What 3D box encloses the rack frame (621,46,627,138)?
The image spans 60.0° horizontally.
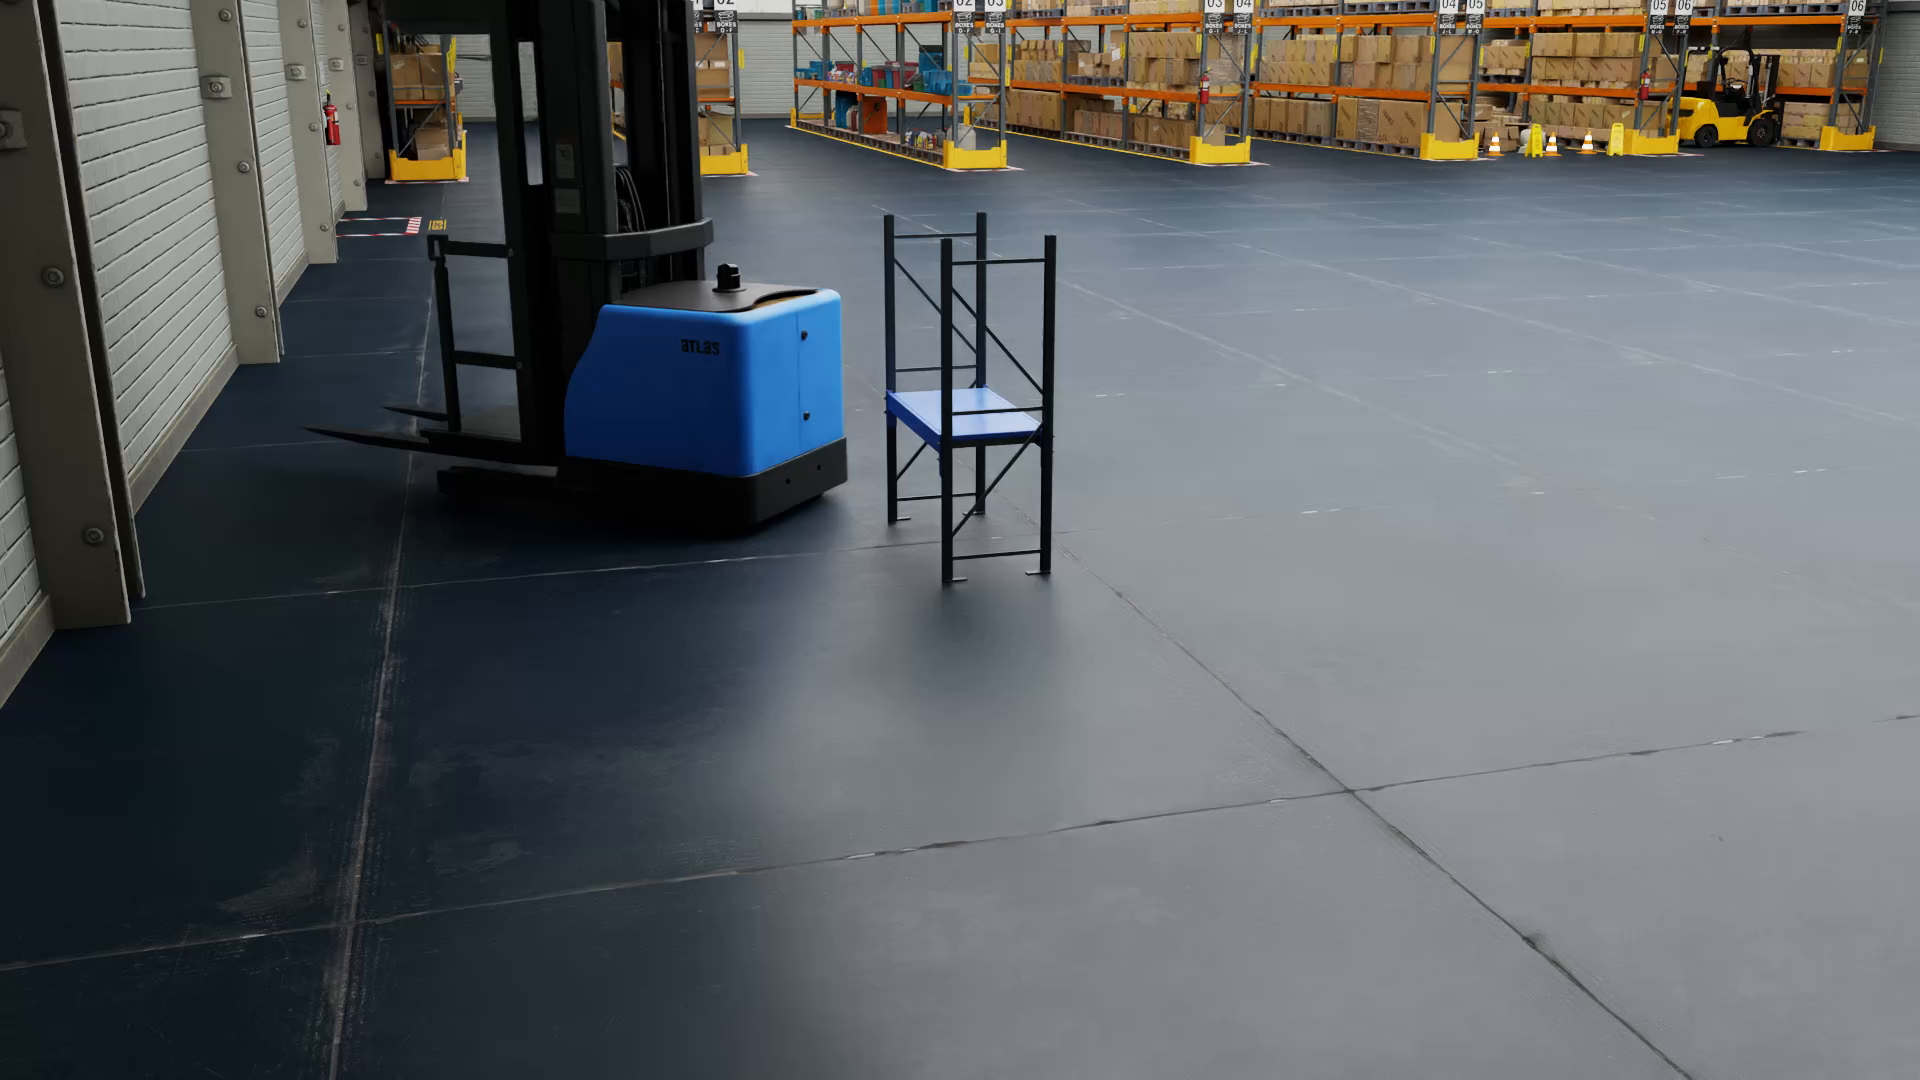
[{"bbox_3d":[-7.716,-11.362,40.563,1.000,3.000,0.127,-5,17,-15],"label":"rack frame"}]

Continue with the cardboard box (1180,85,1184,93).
[{"bbox_3d":[4.591,-8.972,33.042,0.380,0.149,0.250,-5,17,-15],"label":"cardboard box"}]

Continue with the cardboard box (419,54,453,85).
[{"bbox_3d":[-9.022,-8.103,28.635,0.500,0.500,0.500,-5,17,-15],"label":"cardboard box"}]

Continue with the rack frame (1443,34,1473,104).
[{"bbox_3d":[12.438,-11.821,42.091,1.000,3.000,0.127,-5,17,-15],"label":"rack frame"}]

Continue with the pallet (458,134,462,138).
[{"bbox_3d":[-11.854,-9.088,37.840,1.003,0.211,1.213,-5,17,-15],"label":"pallet"}]

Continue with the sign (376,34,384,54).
[{"bbox_3d":[-9.719,-8.317,27.865,0.100,0.325,0.005,-5,17,-15],"label":"sign"}]

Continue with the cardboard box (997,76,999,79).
[{"bbox_3d":[1.199,-12.295,44.107,0.380,0.149,0.250,-4,17,-14],"label":"cardboard box"}]

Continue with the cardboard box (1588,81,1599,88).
[{"bbox_3d":[13.909,-9.923,36.208,0.380,0.149,0.250,-5,17,-16],"label":"cardboard box"}]

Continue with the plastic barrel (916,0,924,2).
[{"bbox_3d":[-0.583,-11.134,32.987,0.600,0.901,0.708,-5,17,-15],"label":"plastic barrel"}]

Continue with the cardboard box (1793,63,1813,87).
[{"bbox_3d":[18.887,-10.309,36.884,0.500,0.500,0.500,-4,17,-14],"label":"cardboard box"}]

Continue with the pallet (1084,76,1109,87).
[{"bbox_3d":[3.493,-10.401,37.699,1.003,0.211,1.213,-5,17,-15],"label":"pallet"}]

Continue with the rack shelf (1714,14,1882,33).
[{"bbox_3d":[18.858,-11.647,37.548,1.077,0.370,4.000,-5,17,-15],"label":"rack shelf"}]

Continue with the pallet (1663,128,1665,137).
[{"bbox_3d":[18.069,-9.973,40.787,1.003,0.211,1.213,-5,17,-15],"label":"pallet"}]

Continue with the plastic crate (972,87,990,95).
[{"bbox_3d":[0.409,-8.580,31.759,0.298,0.136,0.250,-5,17,-15],"label":"plastic crate"}]

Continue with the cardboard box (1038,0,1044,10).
[{"bbox_3d":[2.327,-13.288,40.852,0.797,0.503,0.637,-5,17,-16],"label":"cardboard box"}]

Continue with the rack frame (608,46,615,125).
[{"bbox_3d":[-8.815,-12.468,44.246,1.000,3.000,0.127,-5,17,-15],"label":"rack frame"}]

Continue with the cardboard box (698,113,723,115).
[{"bbox_3d":[-4.761,-7.867,31.674,0.500,0.500,0.500,-5,17,-15],"label":"cardboard box"}]

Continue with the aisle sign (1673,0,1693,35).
[{"bbox_3d":[14.951,-10.861,34.375,0.394,0.787,0.004,-5,17,-15],"label":"aisle sign"}]

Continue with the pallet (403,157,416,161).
[{"bbox_3d":[-9.722,-6.900,30.555,1.003,0.211,1.213,-5,17,-15],"label":"pallet"}]

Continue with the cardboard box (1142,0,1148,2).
[{"bbox_3d":[3.995,-11.227,34.468,0.380,0.149,0.250,-5,17,-15],"label":"cardboard box"}]

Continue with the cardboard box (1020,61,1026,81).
[{"bbox_3d":[1.835,-11.906,42.200,0.500,0.500,0.500,-5,17,-15],"label":"cardboard box"}]

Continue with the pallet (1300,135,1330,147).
[{"bbox_3d":[8.521,-9.167,38.104,1.003,0.211,1.213,-5,17,-15],"label":"pallet"}]

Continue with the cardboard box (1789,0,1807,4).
[{"bbox_3d":[18.867,-12.130,36.827,0.700,0.500,0.500,-5,17,-15],"label":"cardboard box"}]

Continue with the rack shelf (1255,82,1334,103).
[{"bbox_3d":[8.256,-10.504,38.957,1.077,0.370,4.000,-5,17,-15],"label":"rack shelf"}]

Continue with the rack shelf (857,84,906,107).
[{"bbox_3d":[-1.303,-9.748,36.441,1.077,0.370,4.000,-5,17,-15],"label":"rack shelf"}]

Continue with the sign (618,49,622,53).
[{"bbox_3d":[-8.235,-11.731,40.288,0.100,0.325,0.005,-5,17,-15],"label":"sign"}]

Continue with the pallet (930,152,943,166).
[{"bbox_3d":[0.061,-7.340,32.021,1.003,0.211,1.213,-5,17,-15],"label":"pallet"}]

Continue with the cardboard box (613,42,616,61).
[{"bbox_3d":[-8.523,-12.428,42.201,0.500,0.500,0.500,-5,17,-16],"label":"cardboard box"}]

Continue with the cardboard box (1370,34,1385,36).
[{"bbox_3d":[11.501,-13.873,45.882,0.380,0.149,0.250,-5,17,-16],"label":"cardboard box"}]

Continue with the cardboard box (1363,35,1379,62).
[{"bbox_3d":[9.153,-10.476,35.477,0.875,0.550,0.550,-5,17,-15],"label":"cardboard box"}]

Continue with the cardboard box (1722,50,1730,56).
[{"bbox_3d":[18.111,-11.498,39.196,0.380,0.149,0.250,-4,17,-14],"label":"cardboard box"}]

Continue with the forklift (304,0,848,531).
[{"bbox_3d":[-2.148,-1.715,8.567,3.031,2.935,1.130,8,18,24],"label":"forklift"}]

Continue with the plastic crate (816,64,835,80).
[{"bbox_3d":[-3.408,-11.876,42.197,0.392,0.384,0.575,-5,17,-15],"label":"plastic crate"}]

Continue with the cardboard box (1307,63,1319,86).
[{"bbox_3d":[8.266,-10.606,37.873,0.500,0.500,0.500,-5,17,-16],"label":"cardboard box"}]

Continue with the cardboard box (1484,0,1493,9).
[{"bbox_3d":[12.884,-12.887,40.248,0.797,0.503,0.637,-5,17,-15],"label":"cardboard box"}]

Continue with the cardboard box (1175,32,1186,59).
[{"bbox_3d":[4.576,-9.764,32.816,0.500,0.500,0.500,-5,17,-15],"label":"cardboard box"}]

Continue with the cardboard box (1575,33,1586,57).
[{"bbox_3d":[13.911,-10.824,36.343,0.700,0.500,0.500,-5,17,-16],"label":"cardboard box"}]

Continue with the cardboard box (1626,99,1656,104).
[{"bbox_3d":[17.555,-10.925,42.505,0.875,0.625,0.625,-4,17,-13],"label":"cardboard box"}]

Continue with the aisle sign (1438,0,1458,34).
[{"bbox_3d":[9.636,-10.391,32.810,0.394,0.787,0.004,-5,17,-15],"label":"aisle sign"}]

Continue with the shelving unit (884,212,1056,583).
[{"bbox_3d":[0.023,-0.695,7.658,0.538,1.500,1.048,-5,17,-15],"label":"shelving unit"}]

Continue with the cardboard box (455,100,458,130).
[{"bbox_3d":[-11.689,-9.491,37.341,0.750,0.750,0.750,-5,17,-16],"label":"cardboard box"}]

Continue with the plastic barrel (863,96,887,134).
[{"bbox_3d":[-2.004,-9.942,38.877,0.600,0.830,0.708,-5,17,-15],"label":"plastic barrel"}]

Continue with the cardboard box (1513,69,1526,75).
[{"bbox_3d":[13.130,-10.916,38.785,0.380,0.149,0.250,-4,17,-14],"label":"cardboard box"}]

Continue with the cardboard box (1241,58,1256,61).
[{"bbox_3d":[7.131,-11.867,40.916,0.380,0.149,0.250,-5,18,-17],"label":"cardboard box"}]

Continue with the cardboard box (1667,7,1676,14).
[{"bbox_3d":[14.857,-11.042,34.720,0.380,0.149,0.250,-5,17,-15],"label":"cardboard box"}]

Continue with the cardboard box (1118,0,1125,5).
[{"bbox_3d":[3.654,-11.757,36.166,0.396,0.266,0.258,-4,17,-13],"label":"cardboard box"}]
